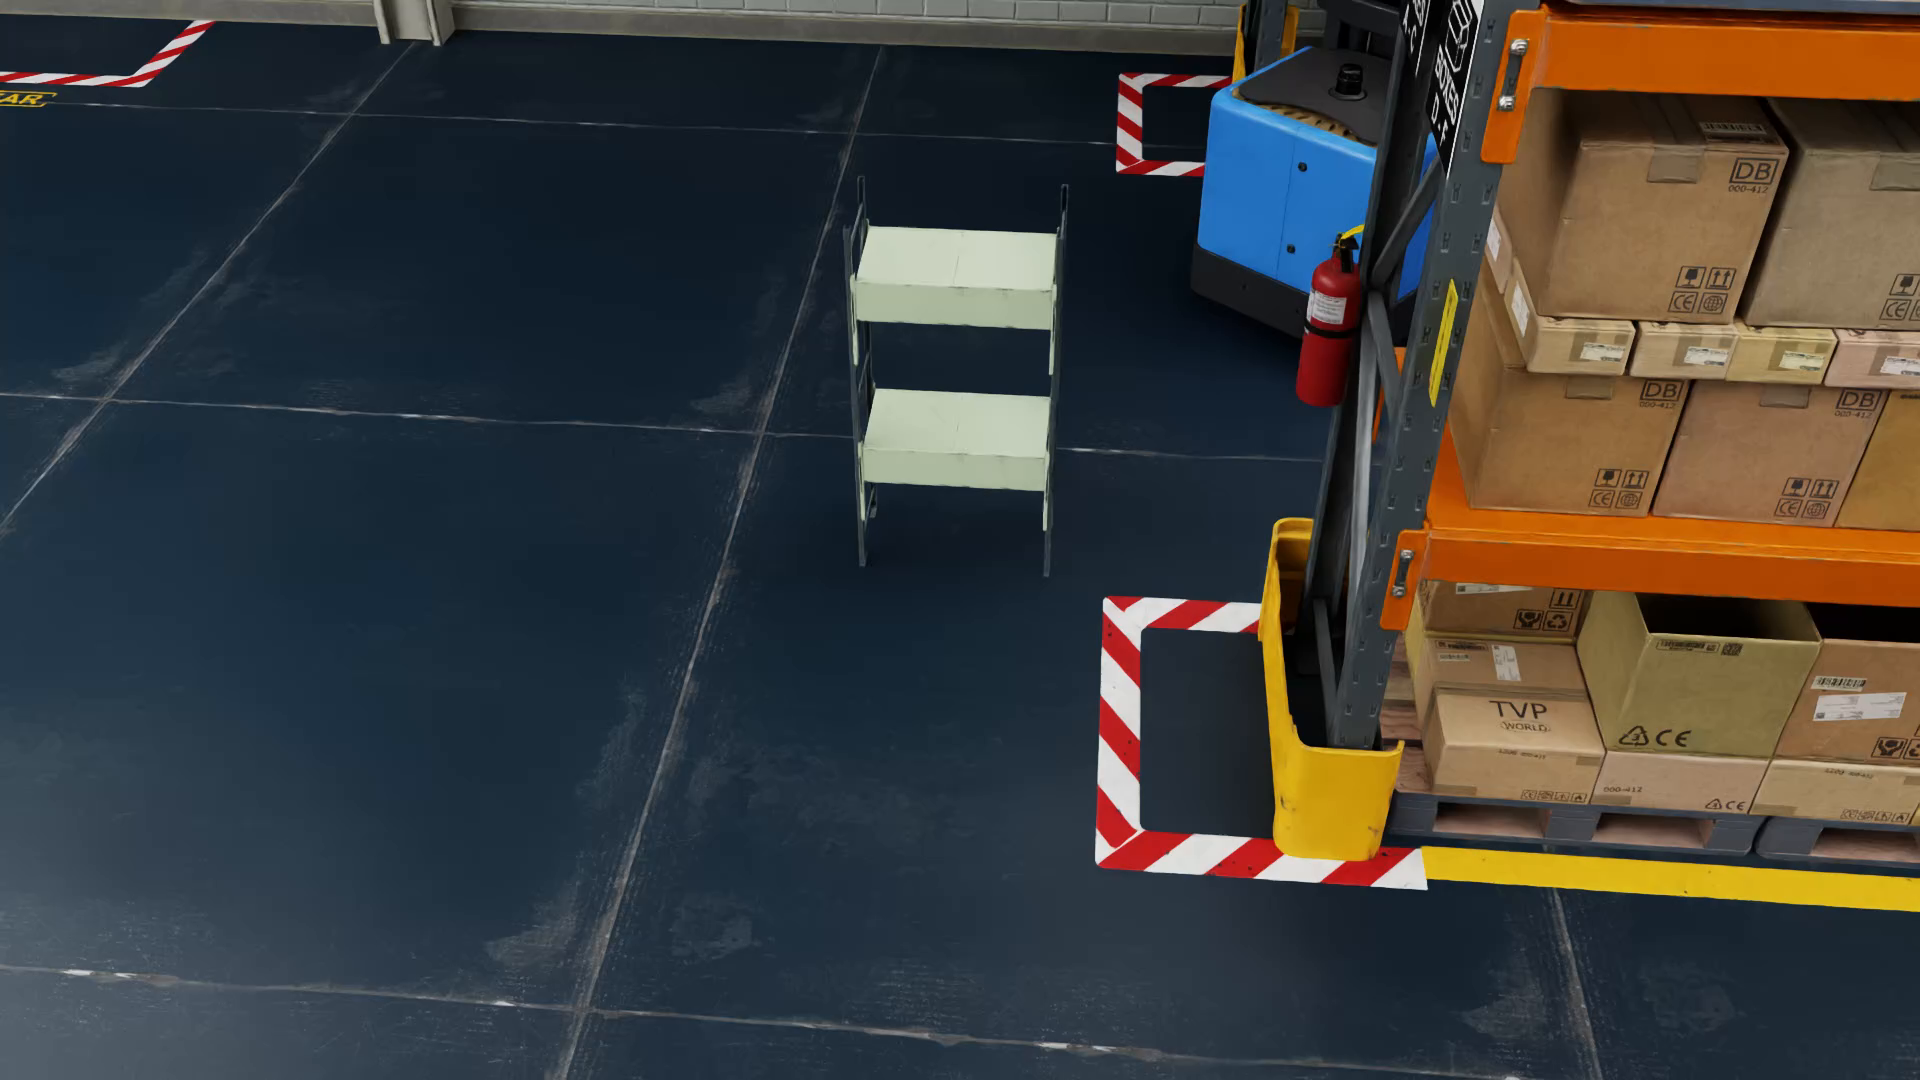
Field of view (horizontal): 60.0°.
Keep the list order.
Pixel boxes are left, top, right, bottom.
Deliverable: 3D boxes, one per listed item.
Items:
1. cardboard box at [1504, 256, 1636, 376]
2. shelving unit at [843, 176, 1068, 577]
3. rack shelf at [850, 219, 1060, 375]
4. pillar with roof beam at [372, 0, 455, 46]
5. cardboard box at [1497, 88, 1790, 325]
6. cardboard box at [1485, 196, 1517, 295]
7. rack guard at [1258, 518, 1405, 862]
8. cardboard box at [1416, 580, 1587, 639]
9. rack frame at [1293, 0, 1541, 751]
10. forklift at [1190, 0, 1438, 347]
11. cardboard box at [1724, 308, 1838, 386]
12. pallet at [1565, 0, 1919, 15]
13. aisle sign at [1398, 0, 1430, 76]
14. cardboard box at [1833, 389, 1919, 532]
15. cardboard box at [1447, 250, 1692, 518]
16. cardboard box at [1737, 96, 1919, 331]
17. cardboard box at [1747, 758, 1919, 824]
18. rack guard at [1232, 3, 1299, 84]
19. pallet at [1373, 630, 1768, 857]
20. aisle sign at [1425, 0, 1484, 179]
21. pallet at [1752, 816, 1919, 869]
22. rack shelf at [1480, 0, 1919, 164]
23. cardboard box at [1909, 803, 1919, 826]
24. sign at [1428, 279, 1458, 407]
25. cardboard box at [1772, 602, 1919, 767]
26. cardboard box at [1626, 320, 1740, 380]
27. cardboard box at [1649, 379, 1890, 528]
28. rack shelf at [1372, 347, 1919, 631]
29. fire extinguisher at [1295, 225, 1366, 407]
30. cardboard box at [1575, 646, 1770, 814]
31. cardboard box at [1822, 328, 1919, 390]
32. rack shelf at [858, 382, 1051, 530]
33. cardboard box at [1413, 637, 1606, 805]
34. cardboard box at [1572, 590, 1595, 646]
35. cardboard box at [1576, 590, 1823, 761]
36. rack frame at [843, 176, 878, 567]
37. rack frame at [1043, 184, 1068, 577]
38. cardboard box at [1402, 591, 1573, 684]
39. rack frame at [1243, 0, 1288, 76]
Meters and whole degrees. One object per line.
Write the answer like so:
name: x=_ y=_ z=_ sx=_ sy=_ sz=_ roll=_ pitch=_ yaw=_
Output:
cardboard box: x=1.656 y=-0.615 z=4.536 sx=0.250 sy=0.149 sz=0.380 roll=3 pitch=39 yaw=4
shelving unit: x=-0.007 y=-0.582 z=6.277 sx=0.755 sy=1.500 sz=0.431 roll=3 pitch=39 yaw=4
rack shelf: x=-0.007 y=-0.885 z=6.031 sx=0.720 sy=0.370 sz=0.431 roll=3 pitch=39 yaw=4
pillar with roof beam: x=-3.870 y=-4.049 z=4.596 sx=0.400 sy=9.000 sz=9.100 roll=3 pitch=39 yaw=4
cardboard box: x=1.800 y=-0.987 z=4.480 sx=0.500 sy=0.500 sz=0.700 roll=3 pitch=39 yaw=4
cardboard box: x=1.681 y=-0.871 z=4.851 sx=0.250 sy=0.149 sz=0.380 roll=3 pitch=39 yaw=3
rack guard: x=1.260 y=0.487 z=5.756 sx=0.348 sy=0.500 sz=1.175 roll=3 pitch=39 yaw=4
cardboard box: x=1.844 y=-0.027 z=5.658 sx=0.500 sy=0.500 sz=0.500 roll=3 pitch=39 yaw=4
rack frame: x=1.284 y=-0.481 z=4.965 sx=0.127 sy=3.000 sz=1.000 roll=3 pitch=39 yaw=4
forklift: x=2.512 y=-2.792 z=7.858 sx=1.130 sy=2.935 sz=3.031 roll=31 pitch=48 yaw=32
cardboard box: x=2.168 y=-0.588 z=4.503 sx=0.250 sy=0.149 sz=0.380 roll=3 pitch=39 yaw=4
pallet: x=1.986 y=-1.556 z=3.979 sx=1.213 sy=0.211 sz=1.003 roll=3 pitch=39 yaw=4
aisle sign: x=1.244 y=-1.678 z=4.376 sx=0.004 sy=0.787 sz=0.394 roll=3 pitch=39 yaw=4
cardboard box: x=2.765 y=-0.430 z=4.823 sx=0.500 sy=0.500 sz=0.700 roll=3 pitch=39 yaw=4
cardboard box: x=1.748 y=-0.487 z=4.893 sx=0.500 sy=0.500 sz=0.700 roll=3 pitch=39 yaw=4
cardboard box: x=2.325 y=-0.962 z=4.449 sx=0.500 sy=0.500 sz=0.700 roll=2 pitch=39 yaw=3
cardboard box: x=2.795 y=0.644 z=5.429 sx=0.500 sy=0.250 sz=0.500 roll=3 pitch=39 yaw=4
rack guard: x=1.783 y=-2.624 z=9.577 sx=0.348 sy=0.500 sz=1.175 roll=3 pitch=39 yaw=4
pallet: x=2.049 y=0.615 z=5.827 sx=1.213 sy=0.211 sz=1.003 roll=3 pitch=39 yaw=4
aisle sign: x=1.192 y=-1.301 z=3.912 sx=0.004 sy=0.787 sz=0.394 roll=3 pitch=39 yaw=4
pallet: x=3.261 y=0.683 z=5.743 sx=1.213 sy=0.211 sz=1.003 roll=3 pitch=39 yaw=4
rack shelf: x=3.276 y=-1.257 z=4.112 sx=4.000 sy=0.370 sz=1.077 roll=3 pitch=39 yaw=4
cardboard box: x=3.293 y=0.674 z=5.391 sx=0.500 sy=0.250 sz=0.500 roll=3 pitch=39 yaw=4
sign: x=1.230 y=-0.499 z=4.239 sx=0.005 sy=0.325 sz=0.100 roll=3 pitch=39 yaw=4
cardboard box: x=2.796 y=0.346 z=5.201 sx=0.500 sy=0.500 sz=0.500 roll=3 pitch=39 yaw=4
cardboard box: x=1.919 y=-0.602 z=4.521 sx=0.250 sy=0.149 sz=0.380 roll=2 pitch=39 yaw=3
cardboard box: x=2.271 y=-0.461 z=4.861 sx=0.500 sy=0.500 sz=0.700 roll=4 pitch=39 yaw=5
rack shelf: x=3.276 y=-0.093 z=5.059 sx=4.000 sy=0.370 sz=1.077 roll=3 pitch=39 yaw=4
fire extinguisher: x=1.206 y=-0.750 z=5.357 sx=0.183 sy=0.674 sz=0.296 roll=3 pitch=39 yaw=4
cardboard box: x=2.297 y=0.616 z=5.462 sx=0.500 sy=0.250 sz=0.500 roll=3 pitch=39 yaw=4
cardboard box: x=2.419 y=-0.573 z=4.484 sx=0.250 sy=0.149 sz=0.380 roll=3 pitch=39 yaw=3
rack shelf: x=-0.007 y=-0.329 z=6.483 sx=0.720 sy=0.370 sz=0.431 roll=3 pitch=39 yaw=4
cardboard box: x=1.799 y=0.591 z=5.493 sx=0.500 sy=0.250 sz=0.500 roll=3 pitch=39 yaw=4
cardboard box: x=2.343 y=0.285 z=5.869 sx=0.500 sy=0.250 sz=0.500 roll=3 pitch=39 yaw=4
cardboard box: x=2.297 y=0.326 z=5.224 sx=0.500 sy=0.500 sz=0.500 roll=3 pitch=39 yaw=4
rack frame: x=-0.371 y=-0.602 z=6.301 sx=0.023 sy=1.500 sz=0.400 roll=3 pitch=39 yaw=4
rack frame: x=0.358 y=-0.562 z=6.252 sx=0.023 sy=1.500 sz=0.400 roll=3 pitch=39 yaw=4
cardboard box: x=1.843 y=0.265 z=5.893 sx=0.500 sy=0.250 sz=0.500 roll=3 pitch=39 yaw=4
rack frame: x=1.707 y=-3.597 z=8.793 sx=0.127 sy=3.000 sz=1.000 roll=3 pitch=39 yaw=4
